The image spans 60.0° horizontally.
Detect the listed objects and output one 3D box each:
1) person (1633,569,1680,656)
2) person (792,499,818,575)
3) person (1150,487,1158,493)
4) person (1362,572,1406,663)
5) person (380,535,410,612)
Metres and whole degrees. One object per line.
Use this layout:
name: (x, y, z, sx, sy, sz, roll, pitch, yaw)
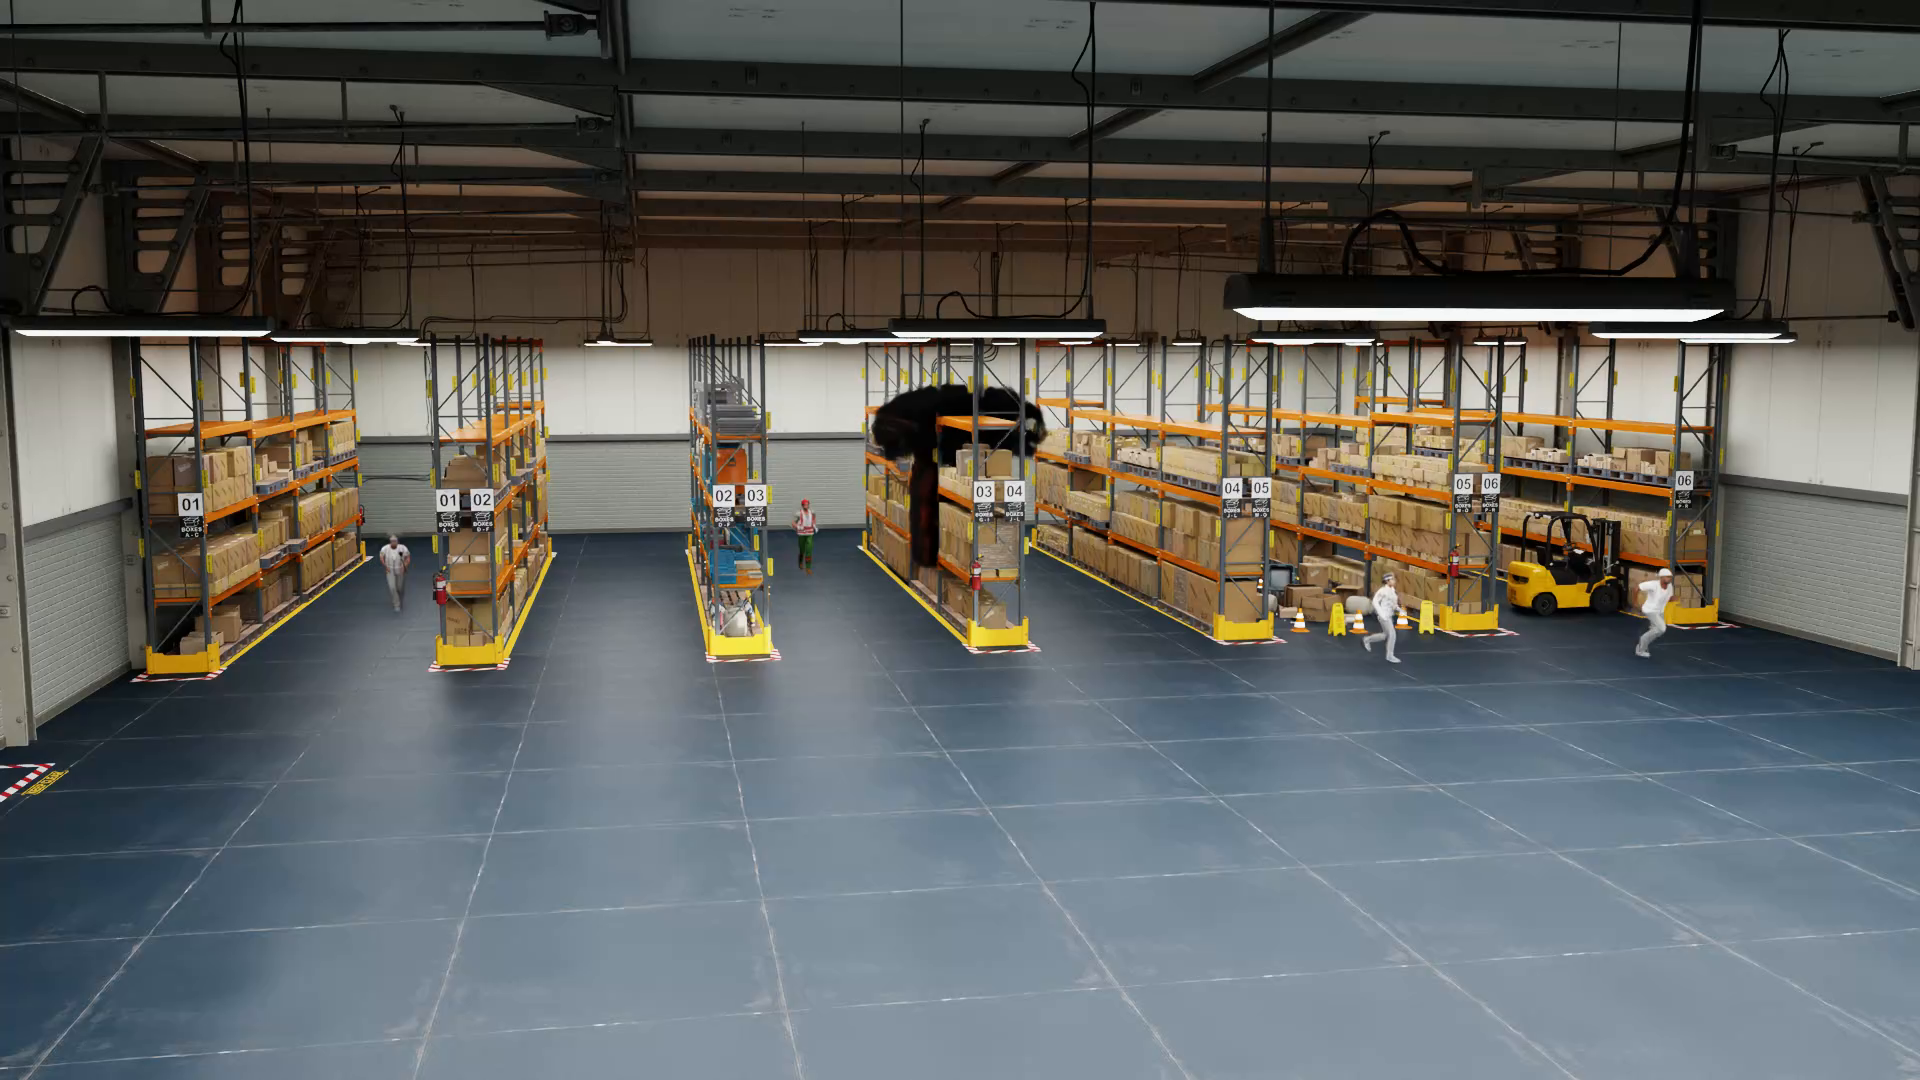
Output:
person: (12.917, 1.353, 30.832, 0.683, 1.679, 0.798, -4, 8, -32)
person: (-3.785, -0.101, 40.803, 0.662, 1.821, 0.835, -3, 7, -21)
person: (5.923, -0.923, 50.509, 0.627, 1.741, 0.656, -2, 7, -20)
person: (7.789, 1.403, 30.678, 0.764, 1.661, 0.601, 5, 8, 37)
person: (-12.431, 0.698, 36.642, 0.638, 1.721, 0.809, -1, 7, -11)
